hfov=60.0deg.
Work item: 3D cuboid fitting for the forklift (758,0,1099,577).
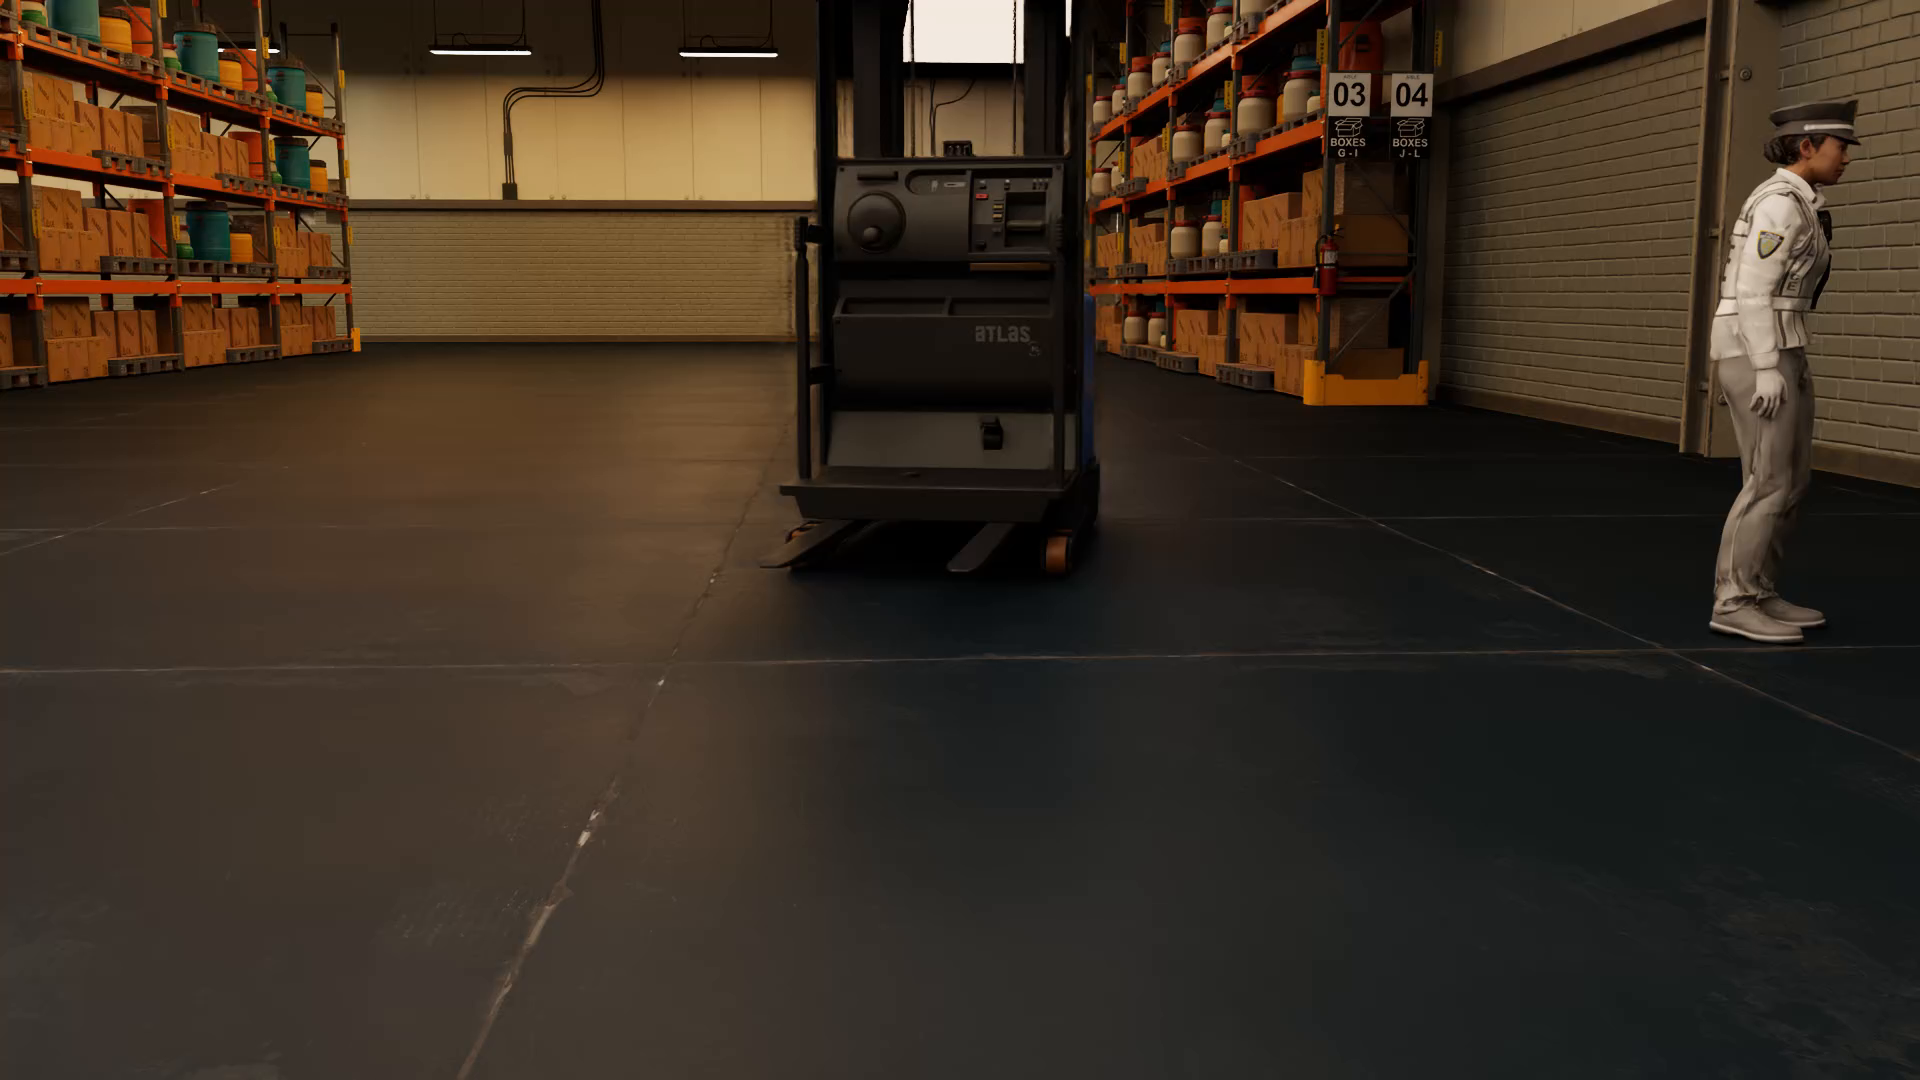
[{"bbox_3d":[-0.077,-1.360,6.488,1.130,2.935,3.031,1,9,8],"label":"forklift"}]

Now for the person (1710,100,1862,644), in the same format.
[{"bbox_3d":[2.587,-0.536,5.270,0.374,1.662,0.529,6,10,36],"label":"person"}]
